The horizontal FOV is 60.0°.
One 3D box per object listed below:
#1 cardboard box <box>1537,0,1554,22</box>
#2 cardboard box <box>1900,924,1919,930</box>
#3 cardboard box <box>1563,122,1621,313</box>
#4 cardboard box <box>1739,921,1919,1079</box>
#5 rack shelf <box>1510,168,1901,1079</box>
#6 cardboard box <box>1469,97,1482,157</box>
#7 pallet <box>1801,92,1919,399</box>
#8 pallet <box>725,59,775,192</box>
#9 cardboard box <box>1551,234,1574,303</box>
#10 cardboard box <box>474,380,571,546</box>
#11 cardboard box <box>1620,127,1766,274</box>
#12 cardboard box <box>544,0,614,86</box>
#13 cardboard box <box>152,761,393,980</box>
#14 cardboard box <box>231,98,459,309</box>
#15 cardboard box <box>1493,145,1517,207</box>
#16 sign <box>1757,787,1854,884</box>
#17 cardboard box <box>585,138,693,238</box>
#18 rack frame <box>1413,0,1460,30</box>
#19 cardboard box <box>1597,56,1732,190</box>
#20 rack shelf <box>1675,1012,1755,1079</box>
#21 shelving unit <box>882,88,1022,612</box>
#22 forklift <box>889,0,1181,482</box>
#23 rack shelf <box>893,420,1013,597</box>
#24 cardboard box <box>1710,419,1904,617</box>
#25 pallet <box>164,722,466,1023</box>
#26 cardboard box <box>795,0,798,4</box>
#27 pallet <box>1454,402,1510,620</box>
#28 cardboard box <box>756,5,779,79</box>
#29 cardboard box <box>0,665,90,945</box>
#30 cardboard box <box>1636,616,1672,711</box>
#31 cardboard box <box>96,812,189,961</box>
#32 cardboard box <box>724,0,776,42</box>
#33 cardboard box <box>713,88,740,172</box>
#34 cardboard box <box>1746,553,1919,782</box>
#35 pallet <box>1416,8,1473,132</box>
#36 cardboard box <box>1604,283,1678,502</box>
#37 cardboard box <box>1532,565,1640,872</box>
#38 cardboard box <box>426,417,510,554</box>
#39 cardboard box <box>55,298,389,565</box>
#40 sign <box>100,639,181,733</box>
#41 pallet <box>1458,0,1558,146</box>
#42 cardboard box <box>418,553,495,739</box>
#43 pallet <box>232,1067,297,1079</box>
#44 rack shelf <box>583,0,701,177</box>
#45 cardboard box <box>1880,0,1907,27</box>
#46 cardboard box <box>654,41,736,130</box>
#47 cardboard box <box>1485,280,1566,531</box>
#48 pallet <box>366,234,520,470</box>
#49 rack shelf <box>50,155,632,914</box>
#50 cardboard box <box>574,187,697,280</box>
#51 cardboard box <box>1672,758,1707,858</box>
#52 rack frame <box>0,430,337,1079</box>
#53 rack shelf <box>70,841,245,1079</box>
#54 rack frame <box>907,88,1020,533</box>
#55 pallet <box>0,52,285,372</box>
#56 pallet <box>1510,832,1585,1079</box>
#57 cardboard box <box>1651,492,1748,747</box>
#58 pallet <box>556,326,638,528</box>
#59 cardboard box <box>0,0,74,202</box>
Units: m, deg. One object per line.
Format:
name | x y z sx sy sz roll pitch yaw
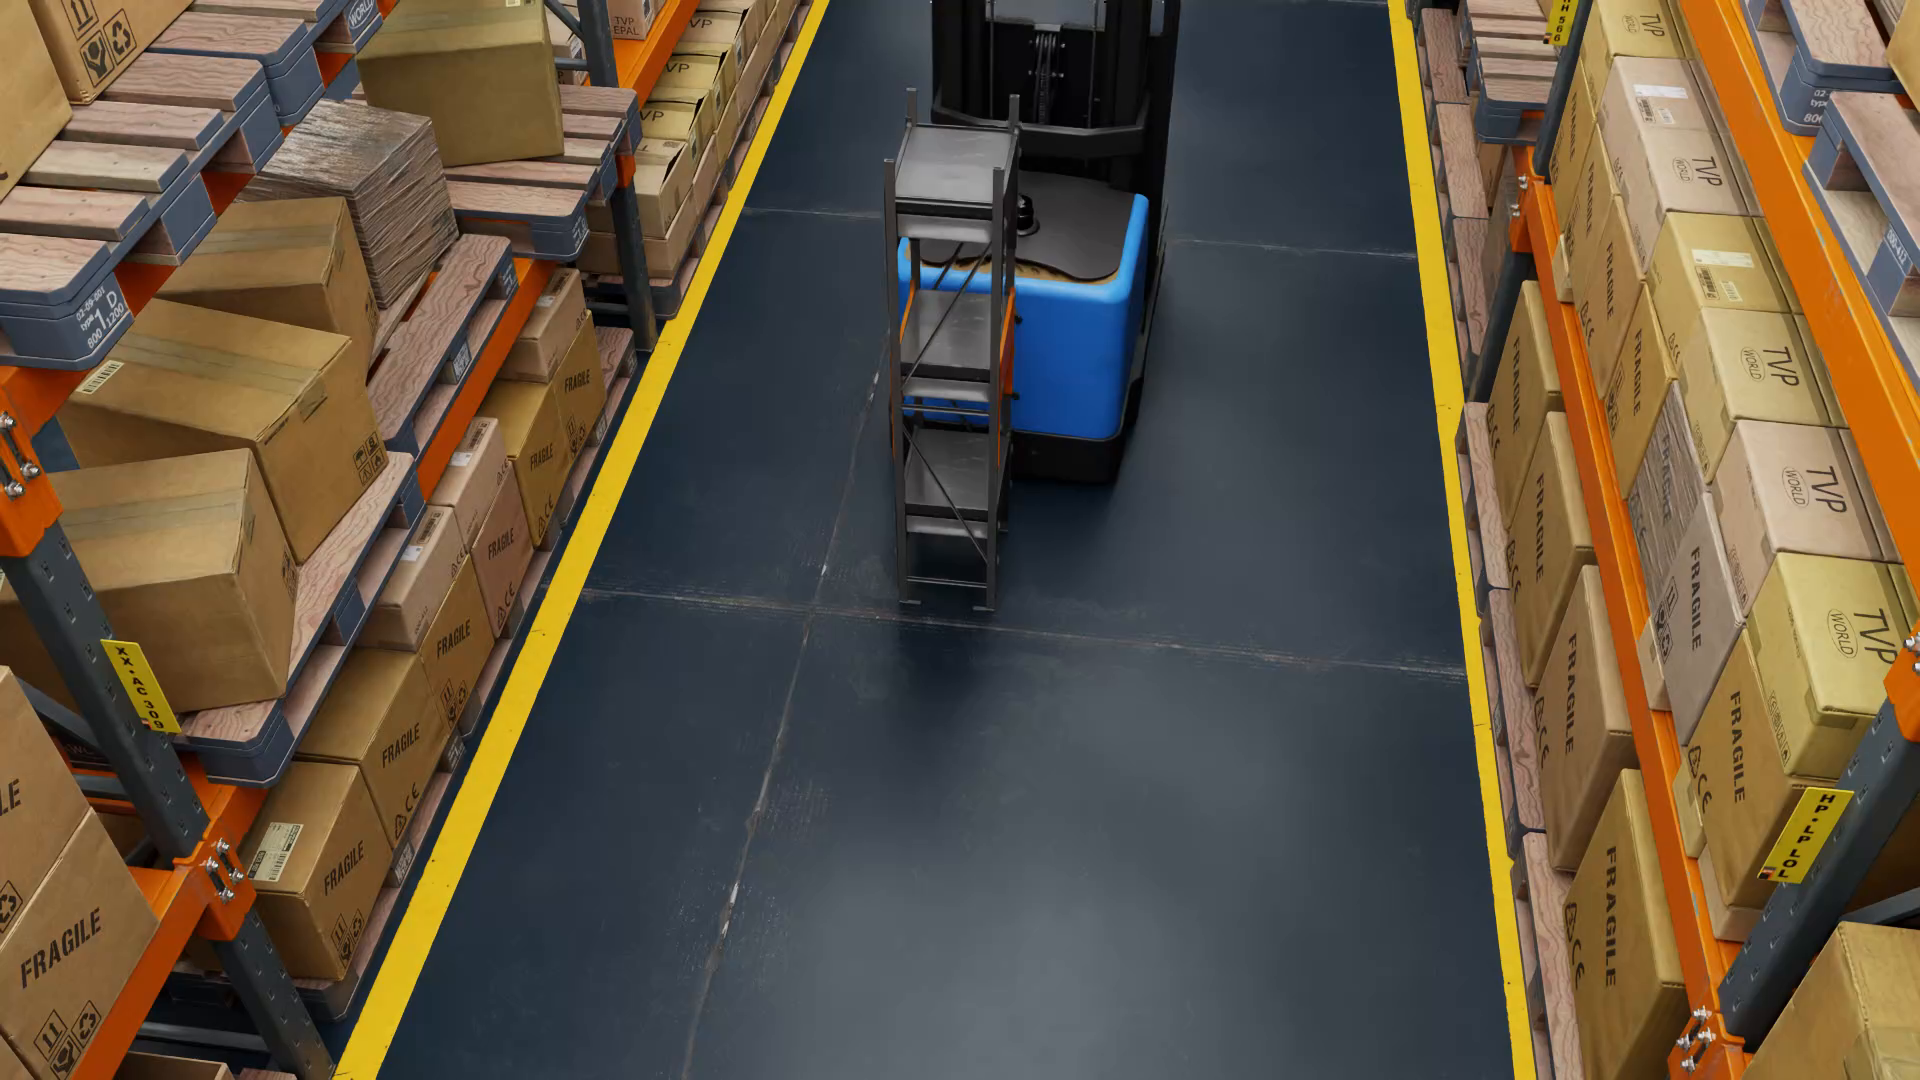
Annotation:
cardboard box | 3.000 -2.549 7.368 0.700 0.500 0.500 1 43 2
cardboard box | 2.613 0.951 4.232 0.380 0.149 0.250 4 44 4
cardboard box | 2.505 -1.136 5.965 0.500 0.500 0.500 7 44 7
cardboard box | 2.284 1.337 3.438 0.980 0.700 0.700 6 44 6
rack shelf | 2.637 -0.024 5.617 1.077 0.370 4.000 5 44 6
cardboard box | 3.223 -2.423 9.125 0.700 0.500 0.500 6 44 6
pallet | 2.445 -0.571 3.629 0.805 0.209 1.217 4 44 4
pallet | -1.698 -2.470 9.705 1.003 0.211 1.213 5 44 6
cardboard box | 2.467 -1.017 6.310 0.380 0.149 0.250 6 44 7
cardboard box | -1.969 -0.337 6.922 0.500 0.500 0.500 4 44 4
cardboard box | 2.453 -1.079 5.359 0.500 0.250 0.500 6 44 6
cardboard box | -1.918 -2.308 7.570 0.500 0.311 0.500 8 44 8
cardboard box | -2.233 1.070 5.436 0.500 0.500 0.500 3 44 4
cardboard box | -2.291 -1.240 5.999 0.700 0.500 0.500 13 45 13
cardboard box | 3.128 -1.736 8.400 0.700 0.500 0.500 5 44 5
sign | 1.833 0.643 3.604 0.100 0.325 0.005 5 44 6
cardboard box | -1.649 -1.784 8.239 0.500 0.311 0.500 7 44 7
rack frame | 3.430 -4.374 9.688 1.000 3.000 0.127 5 44 6
cardboard box | 2.515 -1.420 5.719 0.500 0.250 0.500 5 44 5
rack shelf | 2.108 2.702 2.738 1.077 0.370 4.000 5 44 6
shelving unit | -0.022 -0.650 6.409 0.431 2.100 0.503 5 44 6
forklift | 0.464 -2.347 7.597 1.130 2.935 3.031 8 44 8
rack shelf | -0.022 -0.131 6.900 0.431 0.518 0.480 5 44 6
cardboard box | 2.258 -0.035 4.257 0.500 0.250 0.500 6 44 6
pallet | -2.468 1.085 5.951 1.003 0.211 1.213 5 44 6
cardboard box | -1.248 -3.667 10.636 0.500 0.250 0.500 5 44 5
pallet | 2.722 -0.105 7.208 1.003 0.211 1.213 5 44 6
cardboard box | -1.384 -2.974 9.904 0.500 0.250 0.500 6 44 6
cardboard box | -2.349 0.599 3.636 0.500 0.500 0.500 5 44 6
cardboard box | 2.202 0.373 4.842 0.380 0.149 0.250 5 44 6
cardboard box | -2.757 1.015 5.494 0.500 0.500 0.500 5 44 5
cardboard box | -1.381 -3.183 9.716 0.500 0.311 0.500 5 44 5
cardboard box | -1.521 -2.278 9.169 0.500 0.250 0.500 4 44 4
cardboard box | 2.180 0.312 3.890 0.500 0.250 0.500 6 44 7
pallet | 3.328 -2.831 10.087 1.003 0.211 1.213 5 44 6
cardboard box | 2.377 -0.442 5.232 0.500 0.500 0.500 6 44 7
cardboard box | 2.444 0.645 5.645 0.750 0.750 0.750 6 44 7
cardboard box | -2.035 -0.225 6.259 0.500 0.250 0.500 4 44 5
cardboard box | -2.226 -0.336 5.045 0.700 0.500 0.500 12 45 12
sign | -2.000 0.360 4.059 0.100 0.325 0.005 5 44 6
pallet | 2.890 -2.074 7.398 1.213 0.211 1.003 5 44 6
cardboard box | -2.100 0.366 6.180 0.500 0.500 0.500 6 44 6
pallet | -2.630 2.111 4.868 1.003 0.211 1.213 5 44 6
rack shelf | -1.745 -3.198 8.969 1.077 0.370 4.000 5 44 6
cardboard box | 2.737 -1.518 4.097 0.700 0.500 0.500 5 44 5
cardboard box | -1.519 -2.490 8.985 0.500 0.311 0.500 4 44 4
cardboard box | 2.674 -0.531 6.887 0.750 0.750 0.750 5 44 5
pallet | -2.262 -0.701 5.948 1.003 0.211 1.213 5 44 6
rack shelf | -2.274 -0.472 6.090 1.077 0.370 4.000 5 44 6
cardboard box | -1.649 -1.580 8.432 0.500 0.250 0.500 5 44 5
cardboard box | 2.146 0.731 4.464 0.380 0.149 0.250 6 44 6
rack frame | -2.538 0.630 4.403 1.000 3.000 0.127 5 44 6
rack shelf | -2.803 2.254 3.211 1.077 0.370 4.000 5 44 6
rack frame | 0.010 -0.816 6.585 0.400 2.100 0.015 5 44 6
pallet | -2.383 -0.829 3.899 1.213 0.211 1.003 5 44 6
pallet | 2.400 1.557 5.452 1.003 0.211 1.213 5 44 6
cardboard box | 2.241 0.240 4.511 0.500 0.500 0.500 6 44 6
pallet | -2.146 -0.578 7.707 1.003 0.211 1.213 5 44 6
cardboard box | -2.399 -1.021 3.514 0.600 0.600 0.600 1 43 2
